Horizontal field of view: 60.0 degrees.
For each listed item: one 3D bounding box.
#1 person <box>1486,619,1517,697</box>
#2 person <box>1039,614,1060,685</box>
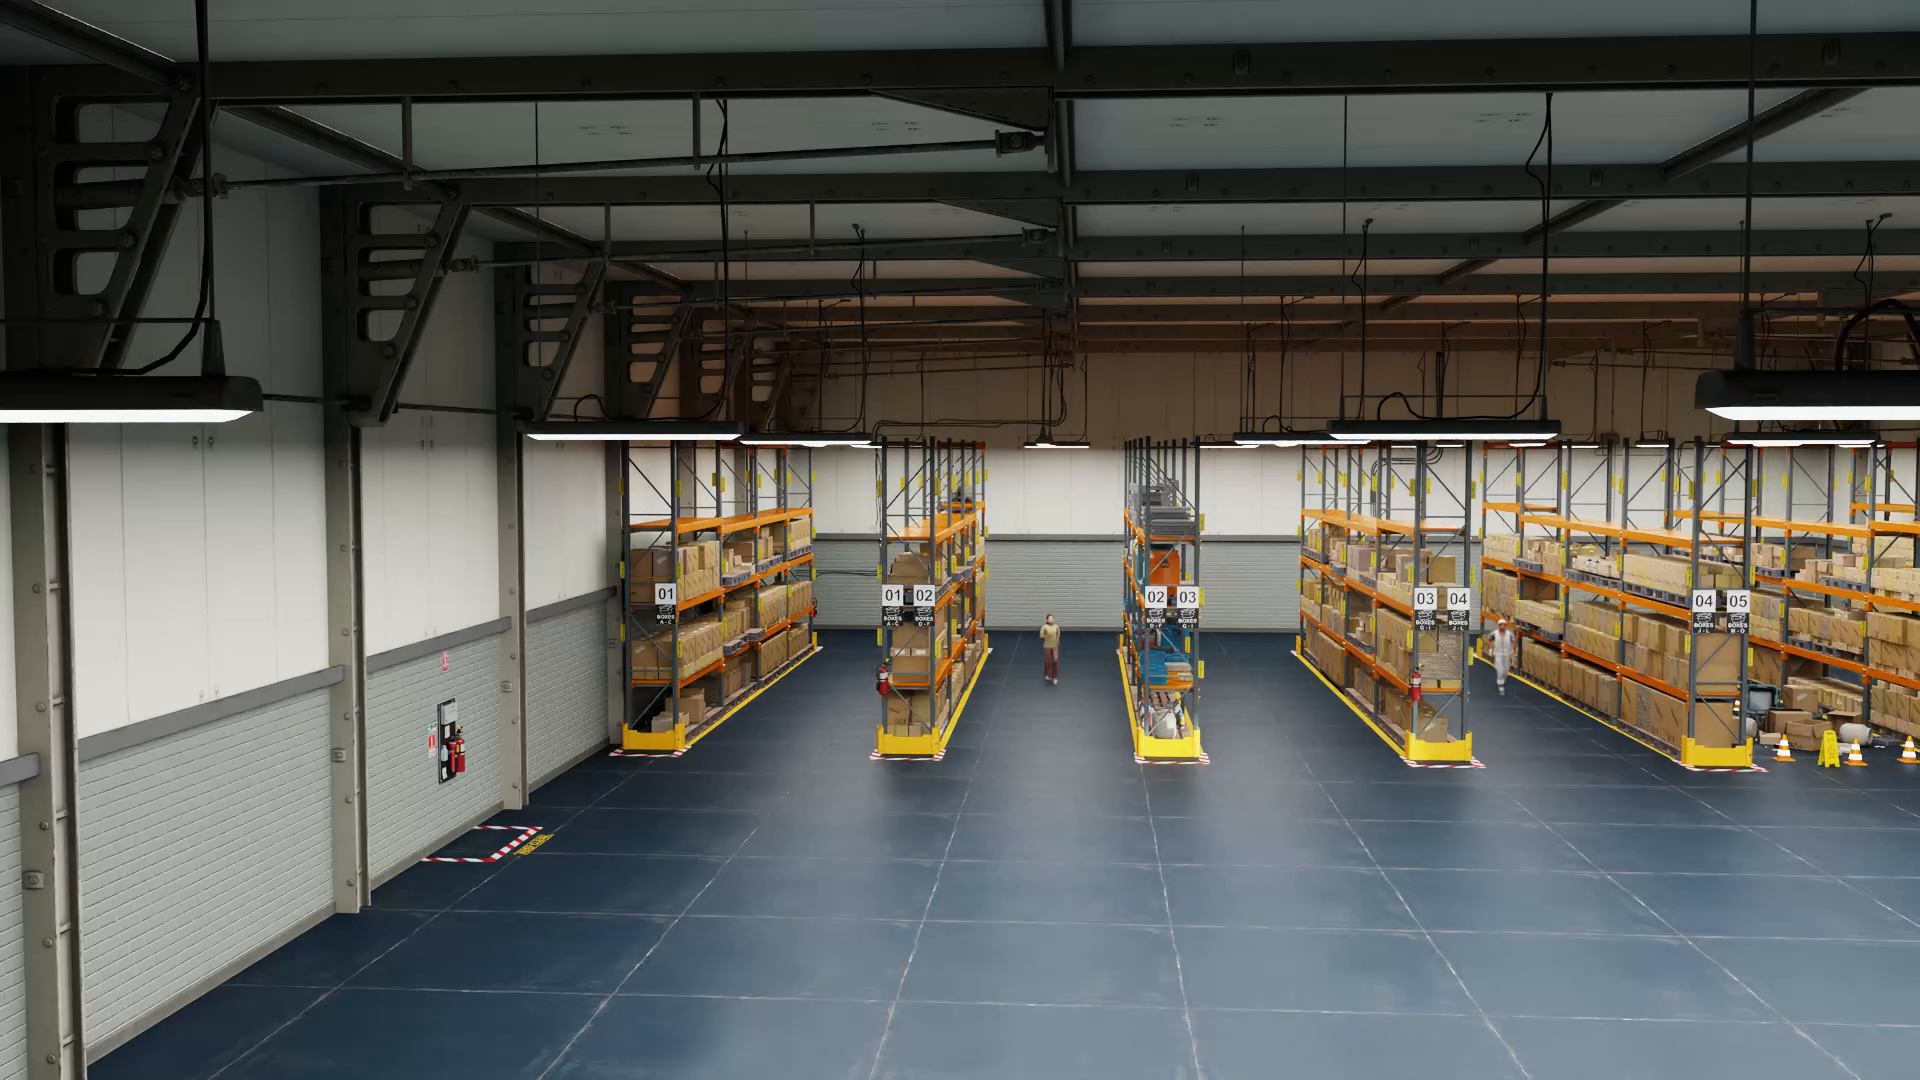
[{"bbox_3d":[12.766,2.748,39.187,0.668,1.786,0.893,0,3,8],"label":"person"},{"bbox_3d":[2.234,2.673,40.988,0.570,1.700,0.823,0,3,-9],"label":"person"}]
